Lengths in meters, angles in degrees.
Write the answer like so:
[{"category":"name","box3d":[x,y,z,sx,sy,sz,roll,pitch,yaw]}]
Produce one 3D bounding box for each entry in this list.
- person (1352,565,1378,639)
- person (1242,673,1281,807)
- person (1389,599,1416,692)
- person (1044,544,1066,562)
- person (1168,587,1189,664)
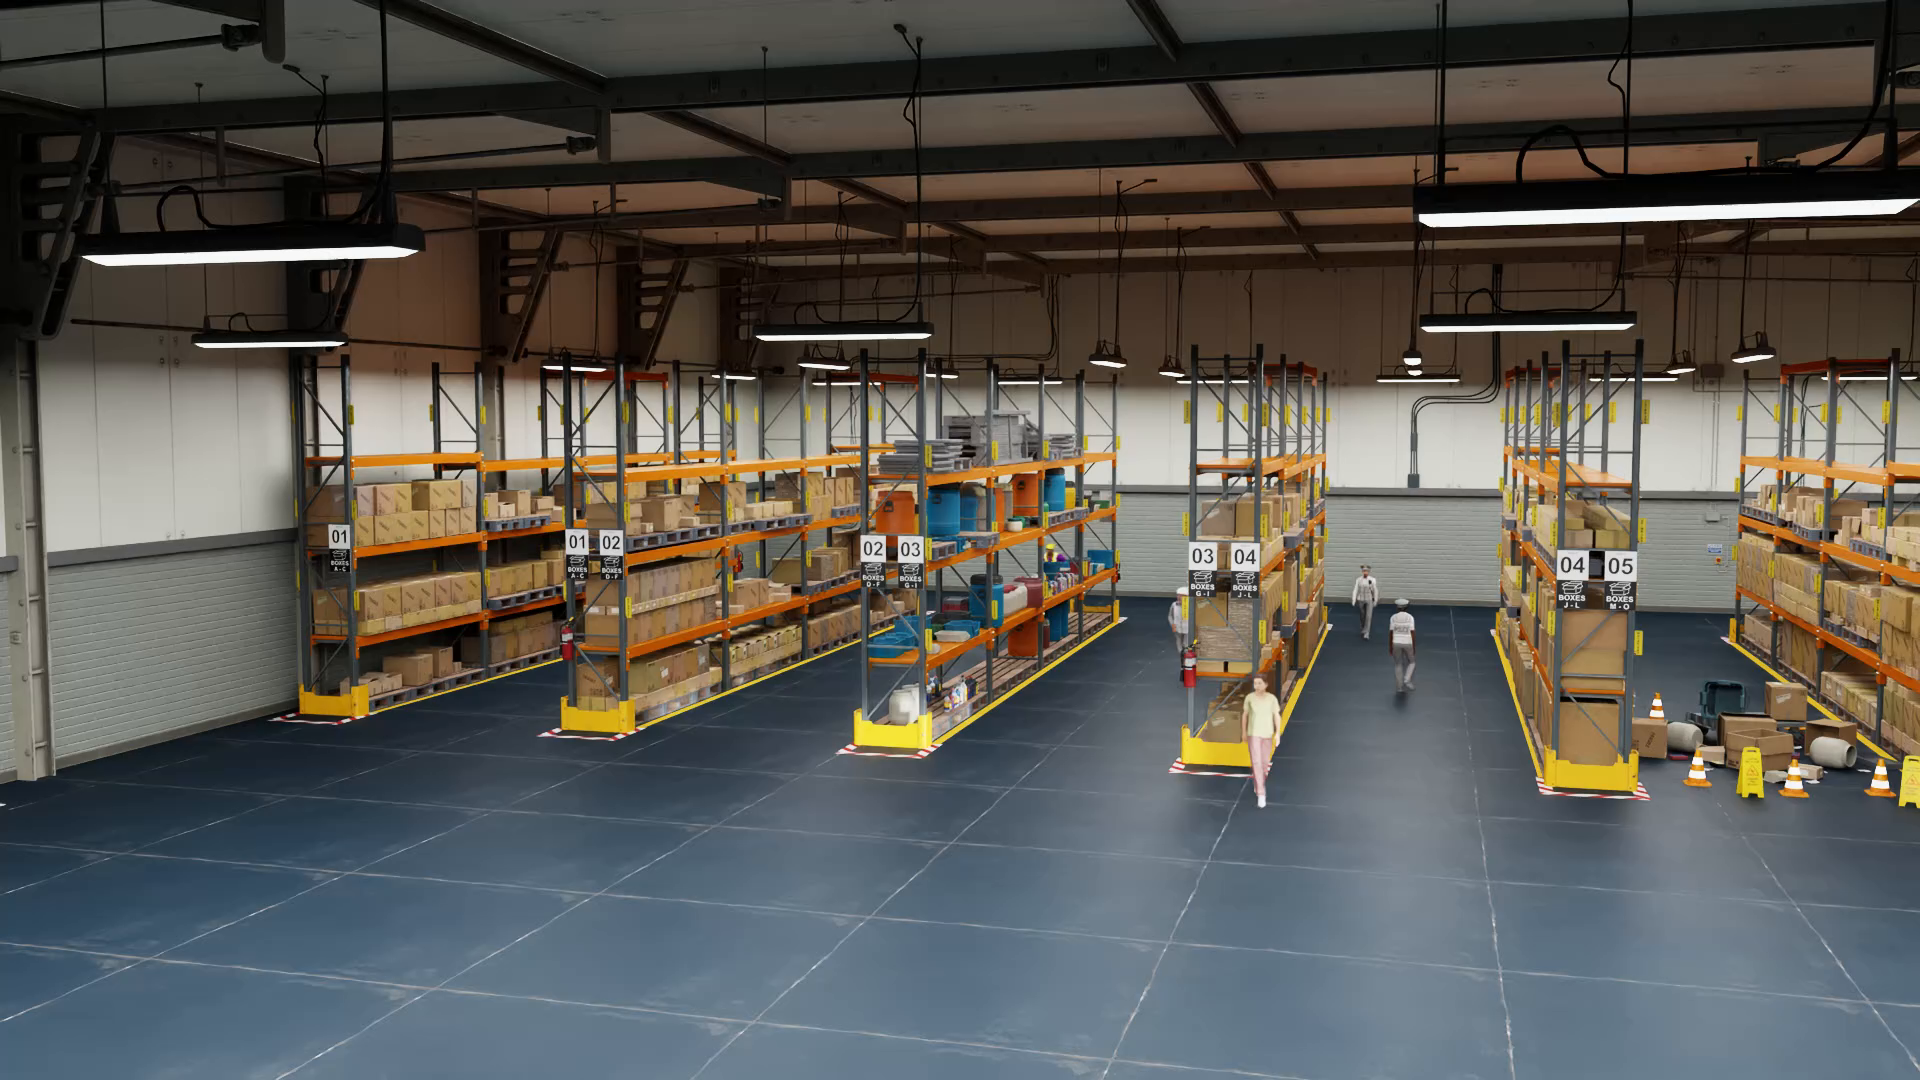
[{"category":"person","box3d":[9.112,1.363,37.391,0.547,1.609,1.034,1,5,18]},{"category":"person","box3d":[3.916,2.561,21.503,0.475,1.624,0.843,0,4,1]},{"category":"person","box3d":[8.002,1.921,30.055,0.498,1.663,0.471,2,5,19]},{"category":"person","box3d":[2.410,0.920,43.379,0.721,1.664,0.705,2,5,25]},{"category":"person","box3d":[4.388,1.745,32.221,0.701,1.686,0.717,2,5,25]}]
